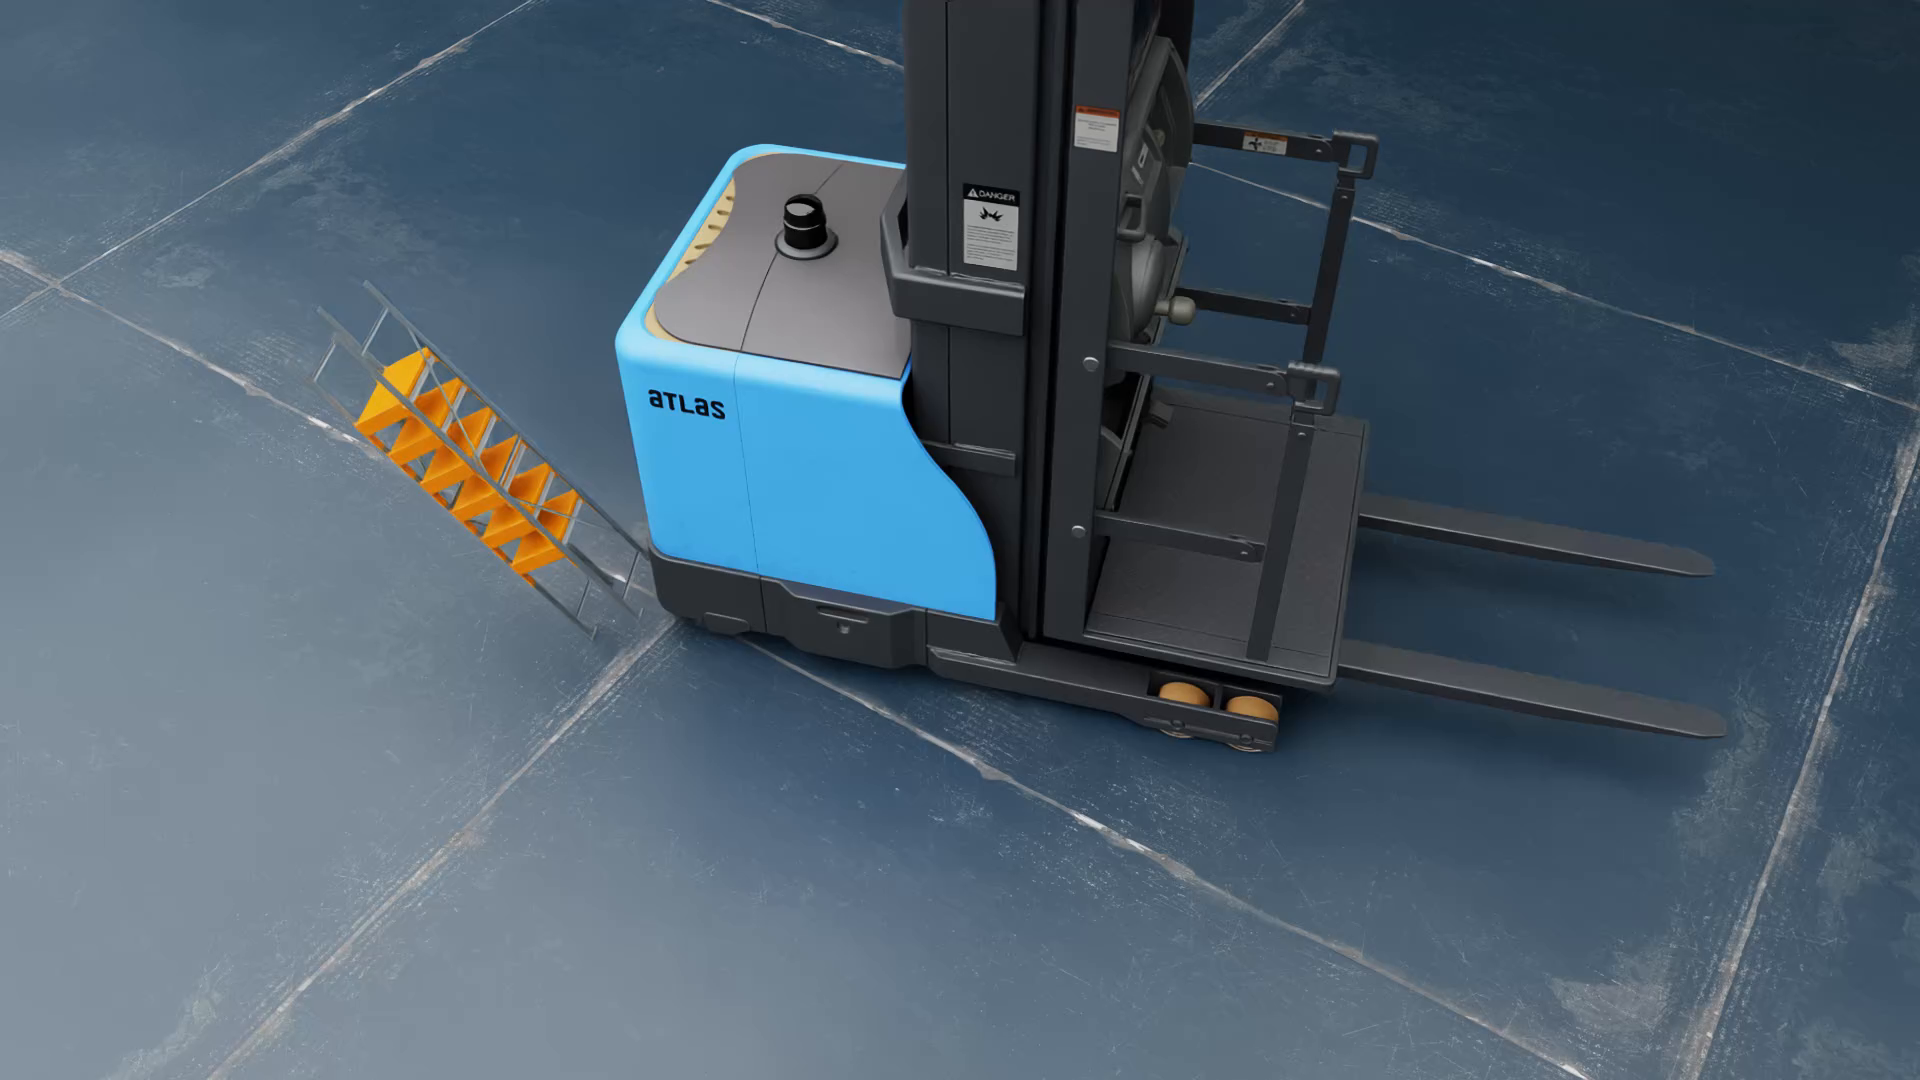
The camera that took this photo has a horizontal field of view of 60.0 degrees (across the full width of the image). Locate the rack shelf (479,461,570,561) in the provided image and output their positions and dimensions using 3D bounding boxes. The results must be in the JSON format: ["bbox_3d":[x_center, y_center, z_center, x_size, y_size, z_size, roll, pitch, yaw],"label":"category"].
[{"bbox_3d":[-1.237,-0.087,4.750,0.180,0.103,0.258,-20,39,26],"label":"rack shelf"}]

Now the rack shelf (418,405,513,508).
[{"bbox_3d":[-1.365,-0.238,4.614,0.180,0.103,0.258,-20,39,26],"label":"rack shelf"}]

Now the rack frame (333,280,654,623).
[{"bbox_3d":[-1.248,-0.219,4.616,0.006,1.200,0.240,-20,39,26],"label":"rack frame"}]

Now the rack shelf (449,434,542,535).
[{"bbox_3d":[-1.301,-0.162,4.682,0.180,0.103,0.258,-20,39,26],"label":"rack shelf"}]

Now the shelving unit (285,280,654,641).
[{"bbox_3d":[-1.325,-0.190,4.657,0.189,1.200,0.258,-20,39,26],"label":"shelving unit"}]

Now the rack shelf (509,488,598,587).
[{"bbox_3d":[-1.173,-0.012,4.818,0.180,0.103,0.258,-20,39,26],"label":"rack shelf"}]

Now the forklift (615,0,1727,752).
[{"bbox_3d":[0.665,-0.852,4.034,3.031,2.935,1.130,11,47,10],"label":"forklift"}]

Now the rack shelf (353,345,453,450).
[{"bbox_3d":[-1.494,-0.388,4.478,0.180,0.103,0.258,-20,39,26],"label":"rack shelf"}]

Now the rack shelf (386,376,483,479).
[{"bbox_3d":[-1.429,-0.313,4.546,0.180,0.103,0.258,-20,39,26],"label":"rack shelf"}]

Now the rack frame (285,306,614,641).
[{"bbox_3d":[-1.402,-0.162,4.697,0.006,1.200,0.240,-20,39,26],"label":"rack frame"}]
